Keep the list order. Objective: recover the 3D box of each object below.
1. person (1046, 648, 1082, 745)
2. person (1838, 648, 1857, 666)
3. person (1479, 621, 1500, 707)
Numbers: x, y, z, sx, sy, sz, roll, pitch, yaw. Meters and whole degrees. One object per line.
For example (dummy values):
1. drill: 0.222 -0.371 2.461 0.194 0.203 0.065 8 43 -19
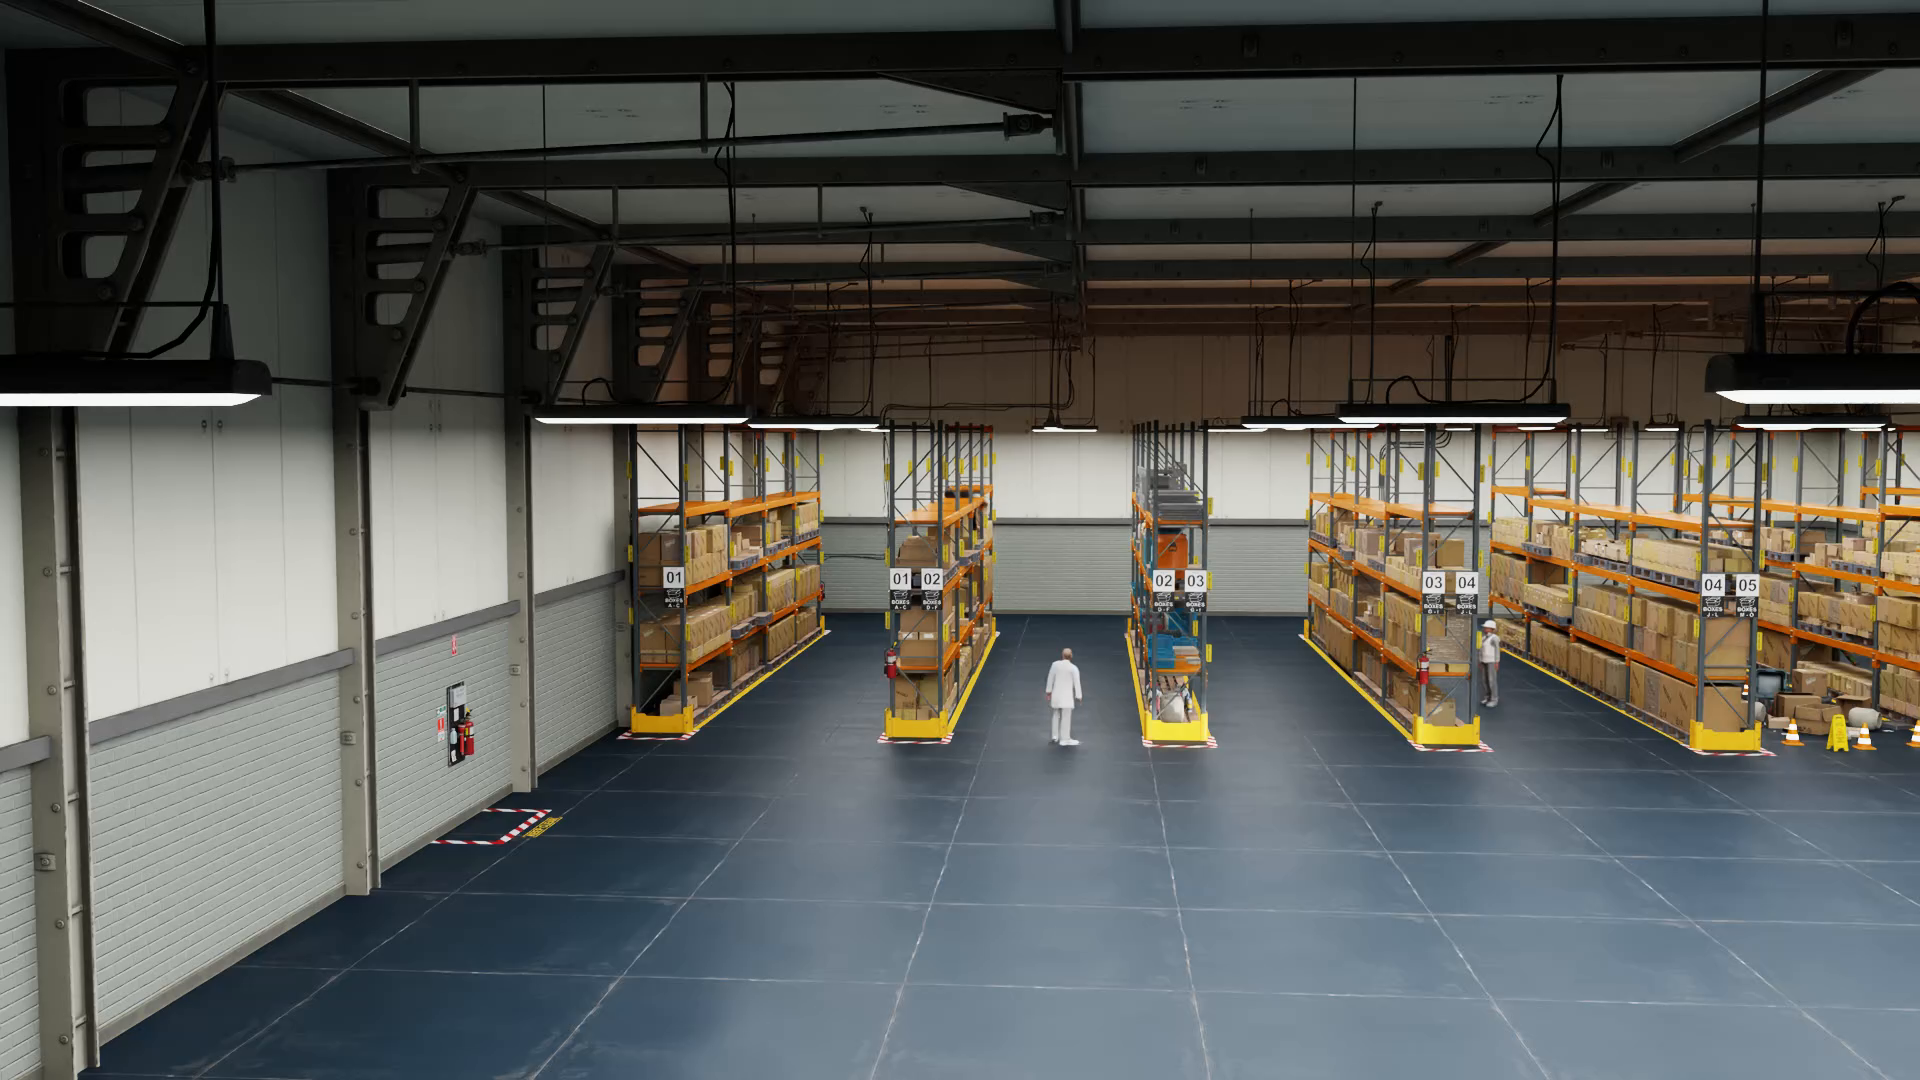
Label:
1. person: 1.906 2.903 30.789 0.715 1.822 0.579 3 5 42
2. person: 21.414 2.301 40.373 0.620 1.761 0.632 -3 4 -35
3. person: 11.205 2.608 35.265 0.439 1.785 0.629 -1 4 -19
